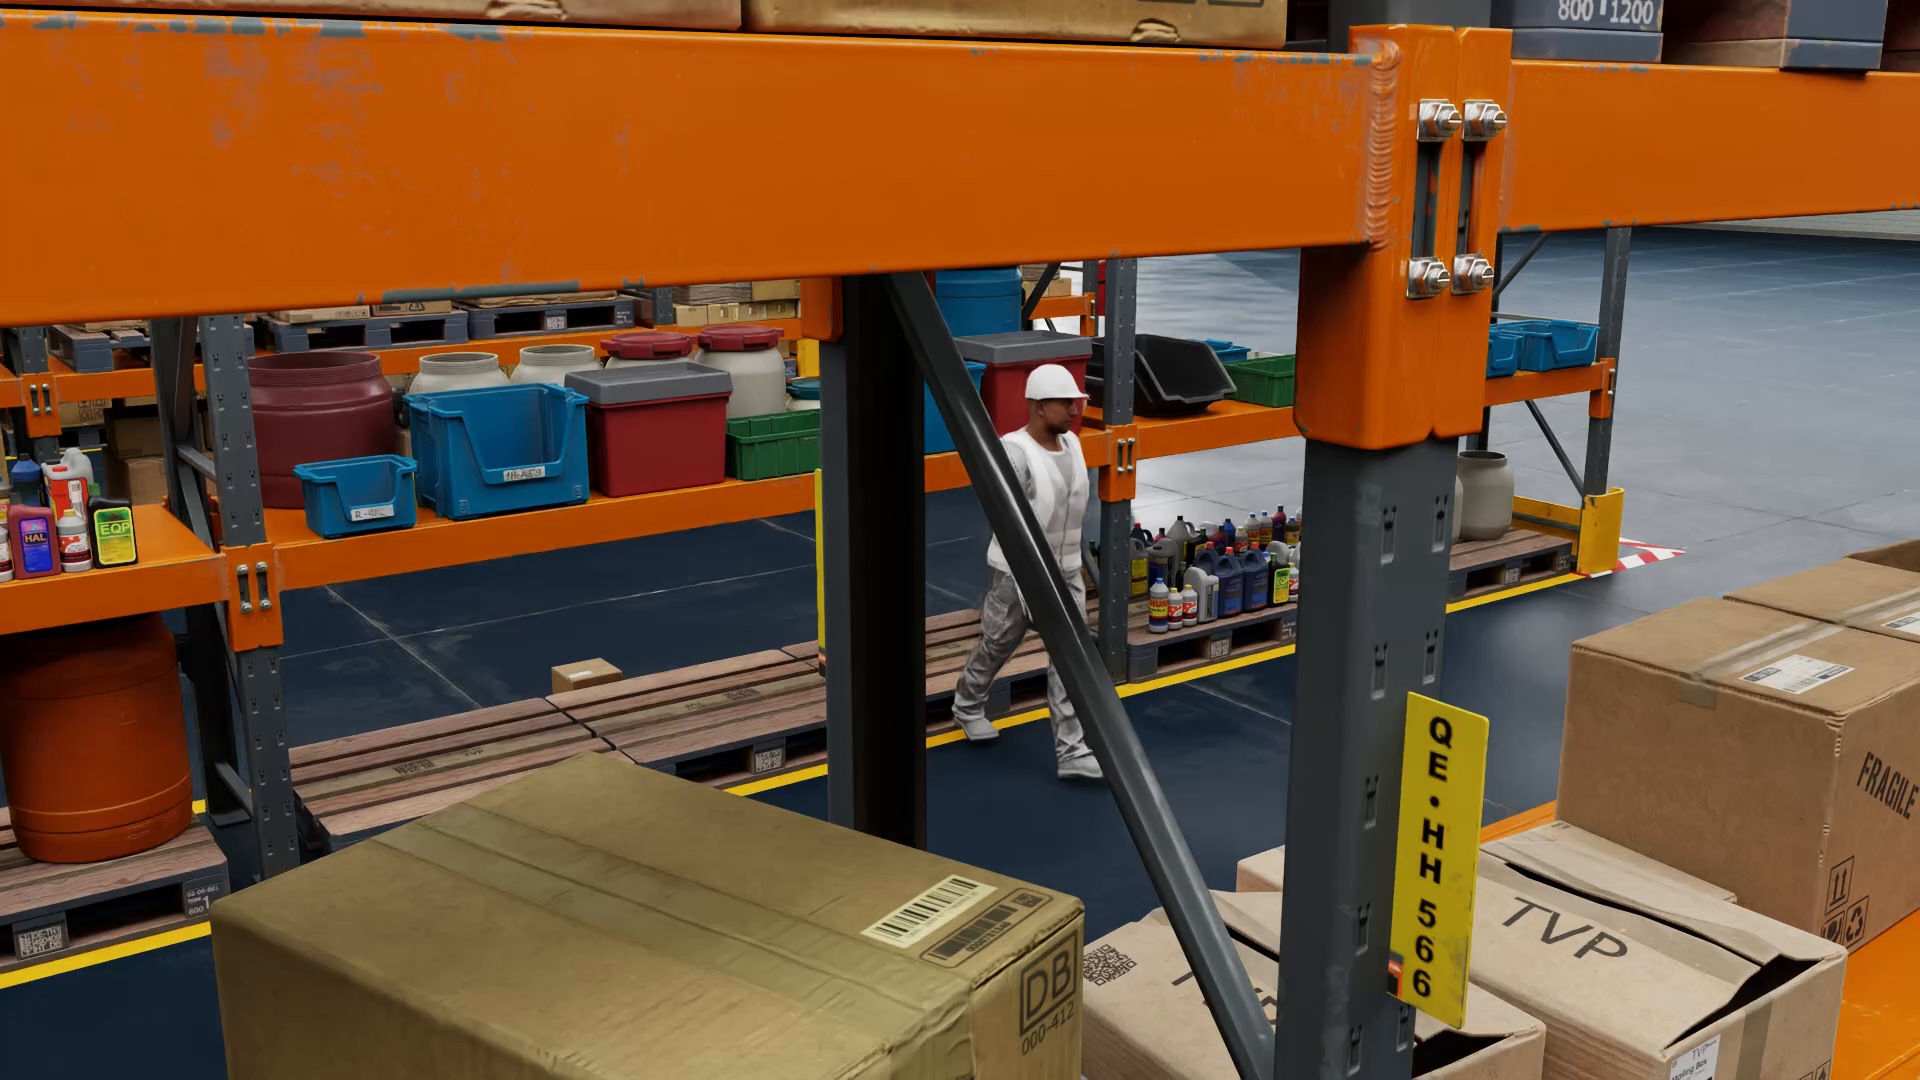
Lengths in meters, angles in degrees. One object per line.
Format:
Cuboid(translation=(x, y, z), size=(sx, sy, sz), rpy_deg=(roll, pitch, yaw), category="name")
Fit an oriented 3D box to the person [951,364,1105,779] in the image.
Cuboid(translation=(0.341, 0.124, 7.114), size=(0.577, 1.749, 0.959), rpy_deg=(-12, 18, -39), category="person")
